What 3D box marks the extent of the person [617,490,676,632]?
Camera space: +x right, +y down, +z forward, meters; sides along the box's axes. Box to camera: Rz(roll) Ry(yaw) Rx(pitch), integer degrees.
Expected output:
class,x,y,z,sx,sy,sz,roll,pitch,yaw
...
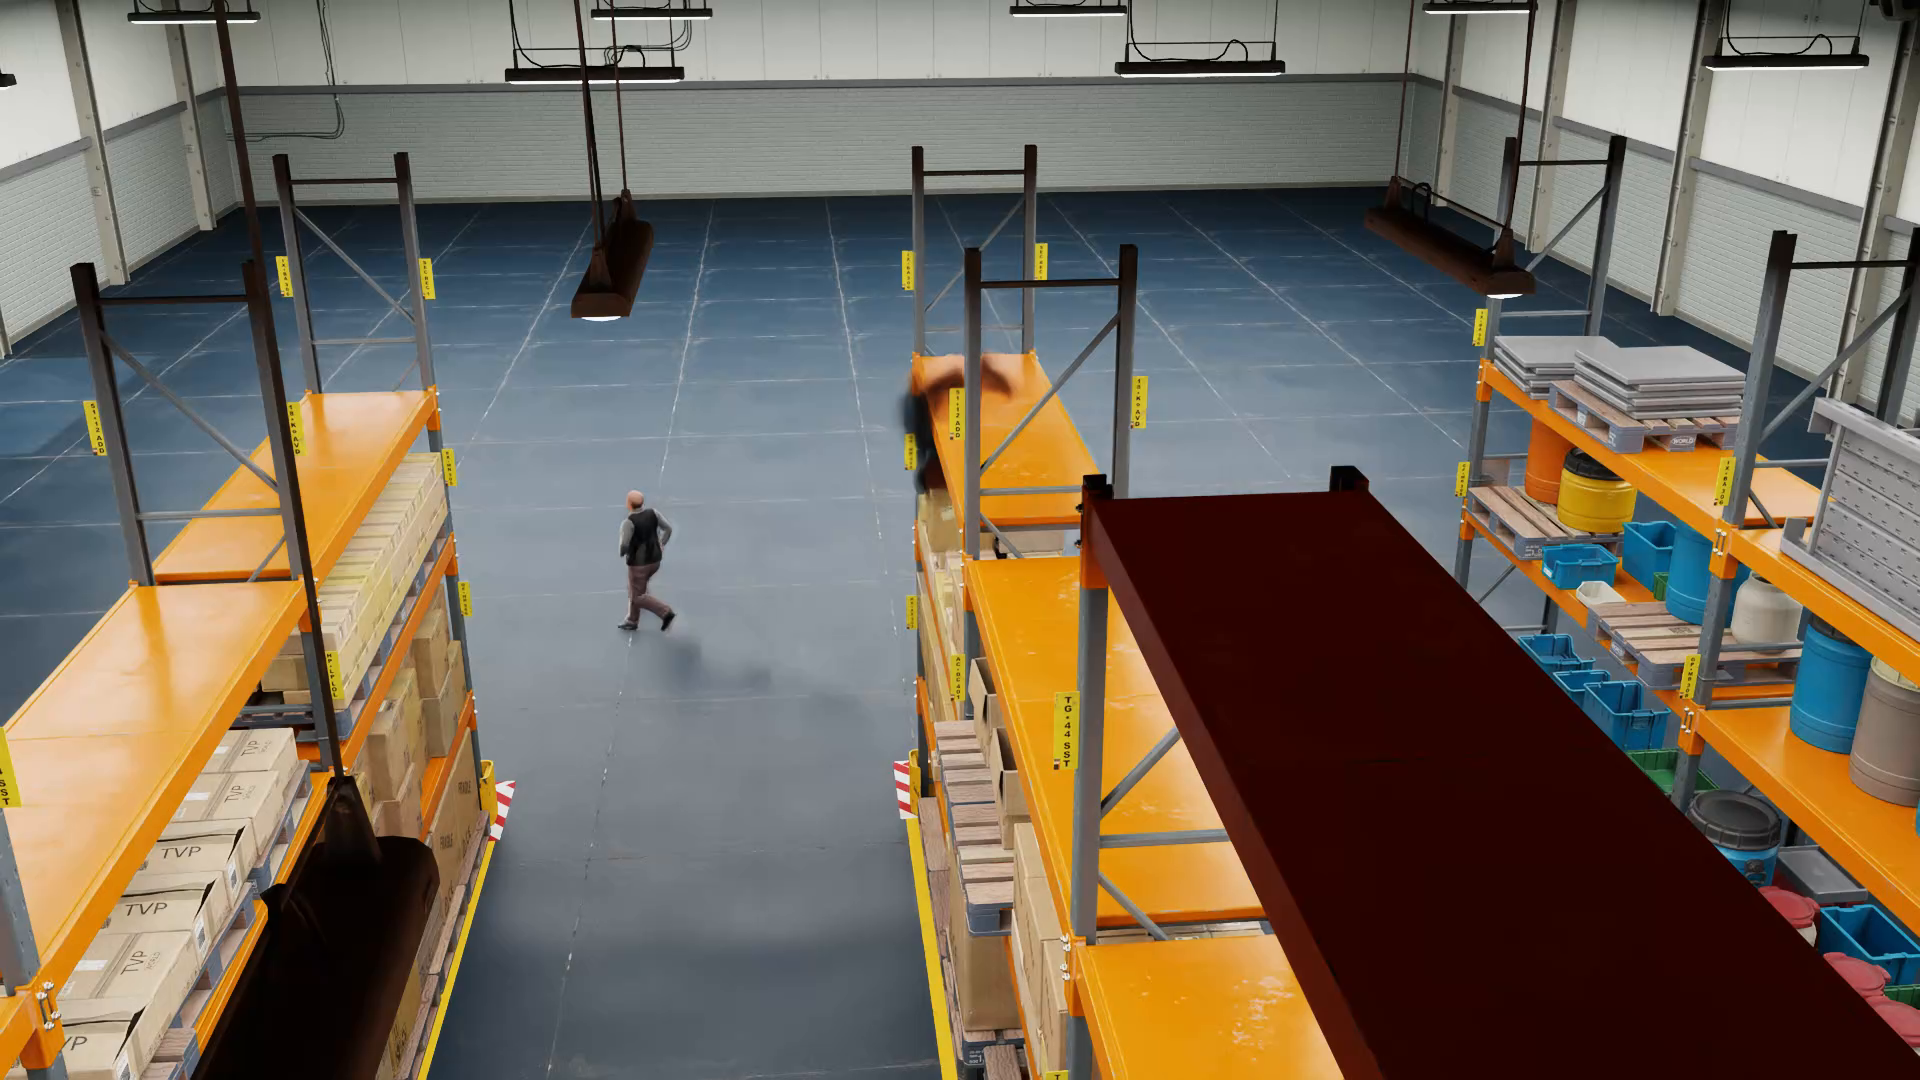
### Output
class,x,y,z,sx,sy,sz,roll,pitch,yaw
person,-3.535,0.277,18.659,0.917,1.713,0.681,15,26,33
